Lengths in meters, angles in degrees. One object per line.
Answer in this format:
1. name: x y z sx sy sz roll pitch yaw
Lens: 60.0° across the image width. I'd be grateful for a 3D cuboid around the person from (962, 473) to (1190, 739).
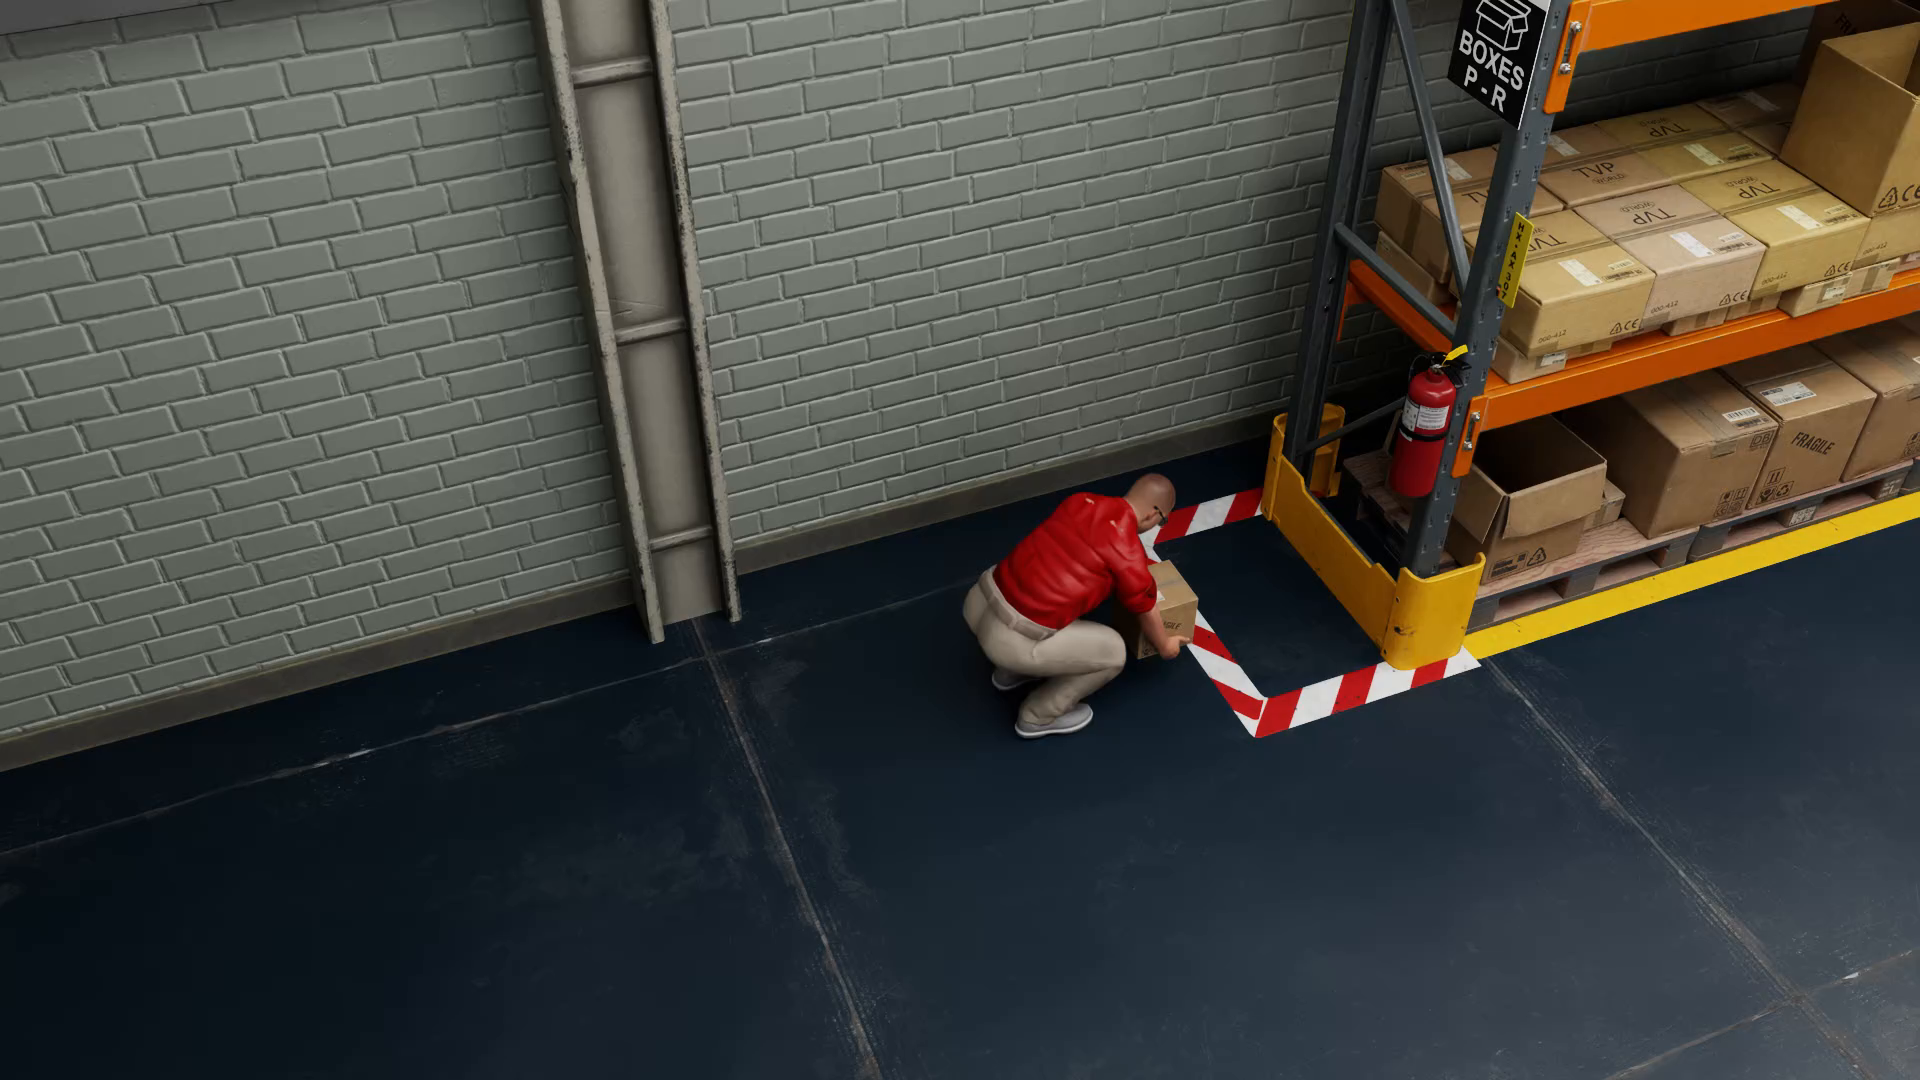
1. person: 0.454 0.246 6.467 0.904 0.980 0.530 -16 44 -18
